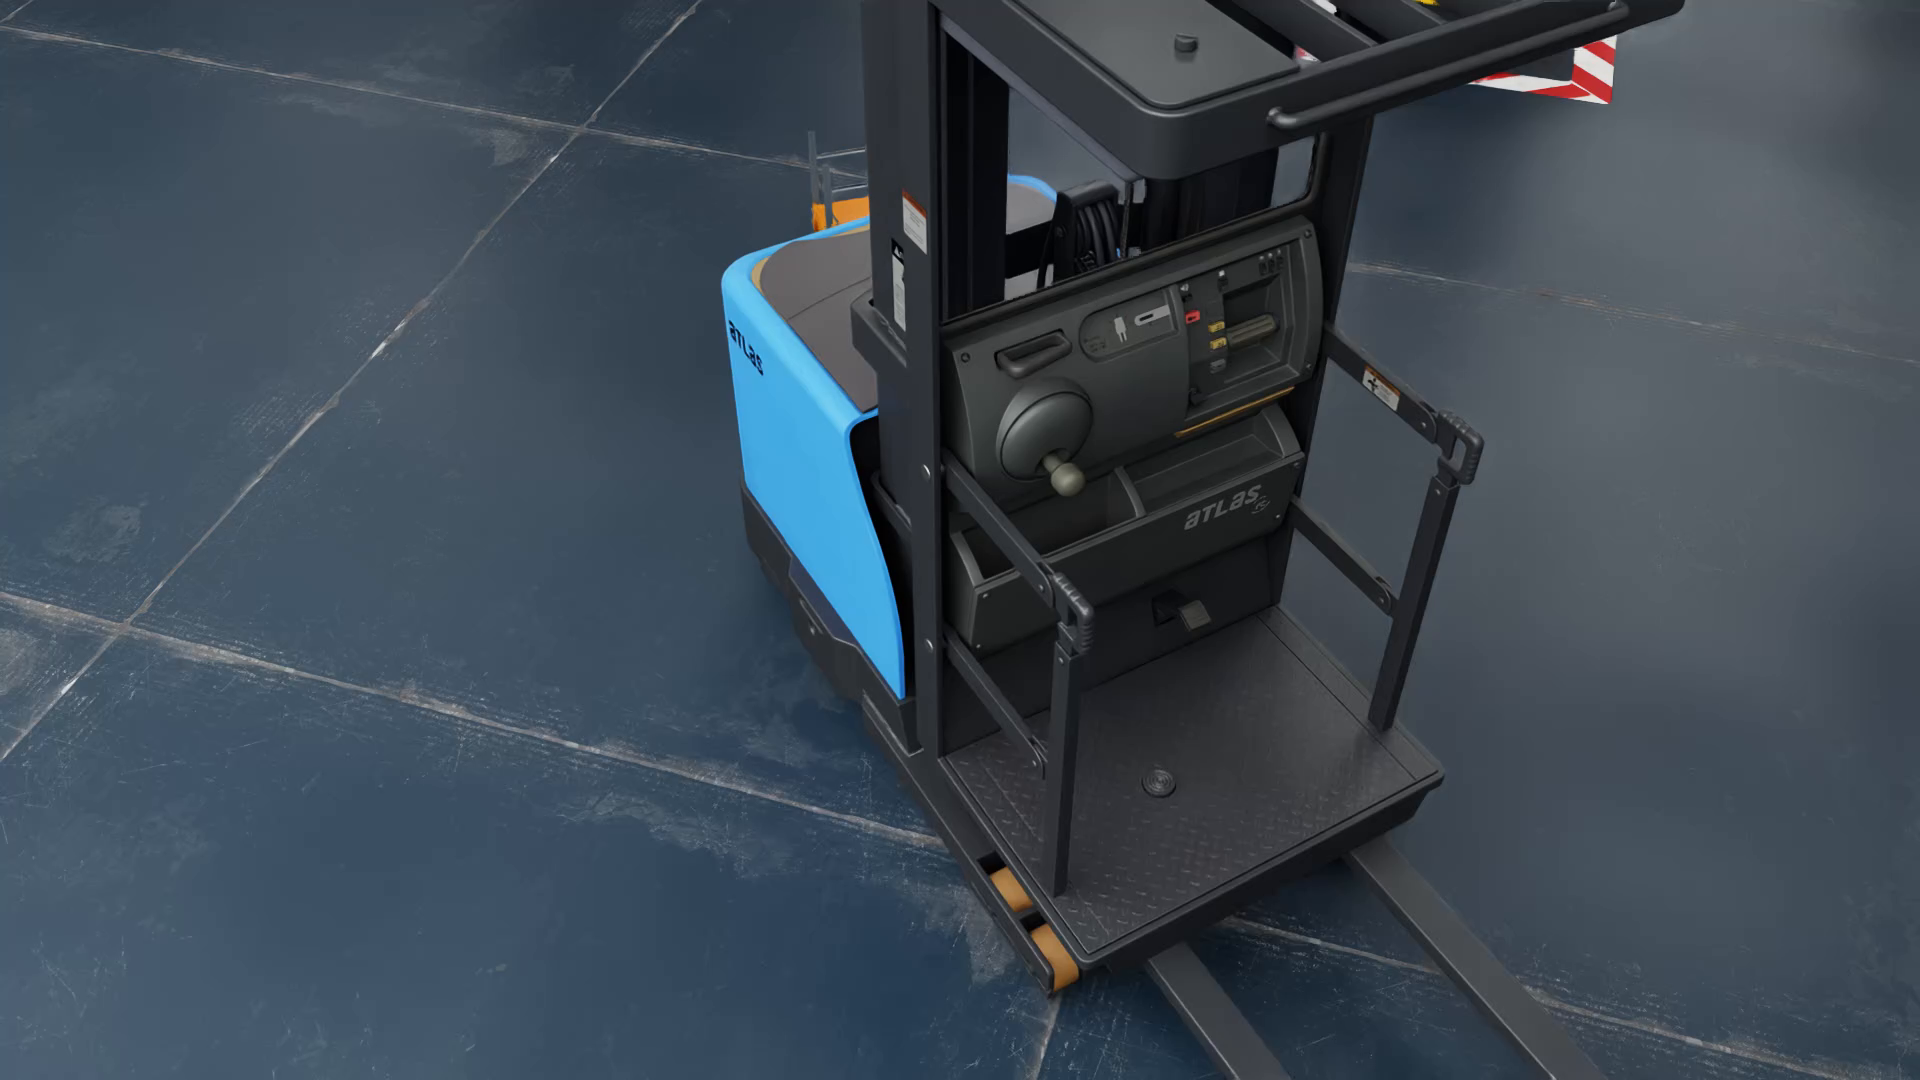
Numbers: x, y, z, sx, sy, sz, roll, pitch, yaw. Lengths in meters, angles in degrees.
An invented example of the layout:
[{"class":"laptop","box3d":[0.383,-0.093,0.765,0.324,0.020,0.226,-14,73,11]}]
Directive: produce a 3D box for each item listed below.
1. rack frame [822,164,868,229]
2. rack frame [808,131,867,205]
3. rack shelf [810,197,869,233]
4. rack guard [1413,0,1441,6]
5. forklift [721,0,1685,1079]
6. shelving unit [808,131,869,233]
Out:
[{"class":"rack frame","box3d":[-0.266,-0.629,5.035,0.240,1.200,0.006,-12,46,-12]},{"class":"rack frame","box3d":[-0.317,-0.752,5.161,0.240,1.200,0.006,-12,46,-12]},{"class":"rack shelf","box3d":[-0.291,-0.916,4.877,0.258,0.103,0.180,-12,46,-12]},{"class":"rack guard","box3d":[2.408,-2.773,7.726,1.175,0.500,0.348,13,46,13]},{"class":"forklift","box3d":[0.512,-0.309,3.470,1.130,2.935,3.031,-22,49,-21]},{"class":"shelving unit","box3d":[-0.291,-0.691,5.098,0.258,1.200,0.189,-12,46,-12]}]
